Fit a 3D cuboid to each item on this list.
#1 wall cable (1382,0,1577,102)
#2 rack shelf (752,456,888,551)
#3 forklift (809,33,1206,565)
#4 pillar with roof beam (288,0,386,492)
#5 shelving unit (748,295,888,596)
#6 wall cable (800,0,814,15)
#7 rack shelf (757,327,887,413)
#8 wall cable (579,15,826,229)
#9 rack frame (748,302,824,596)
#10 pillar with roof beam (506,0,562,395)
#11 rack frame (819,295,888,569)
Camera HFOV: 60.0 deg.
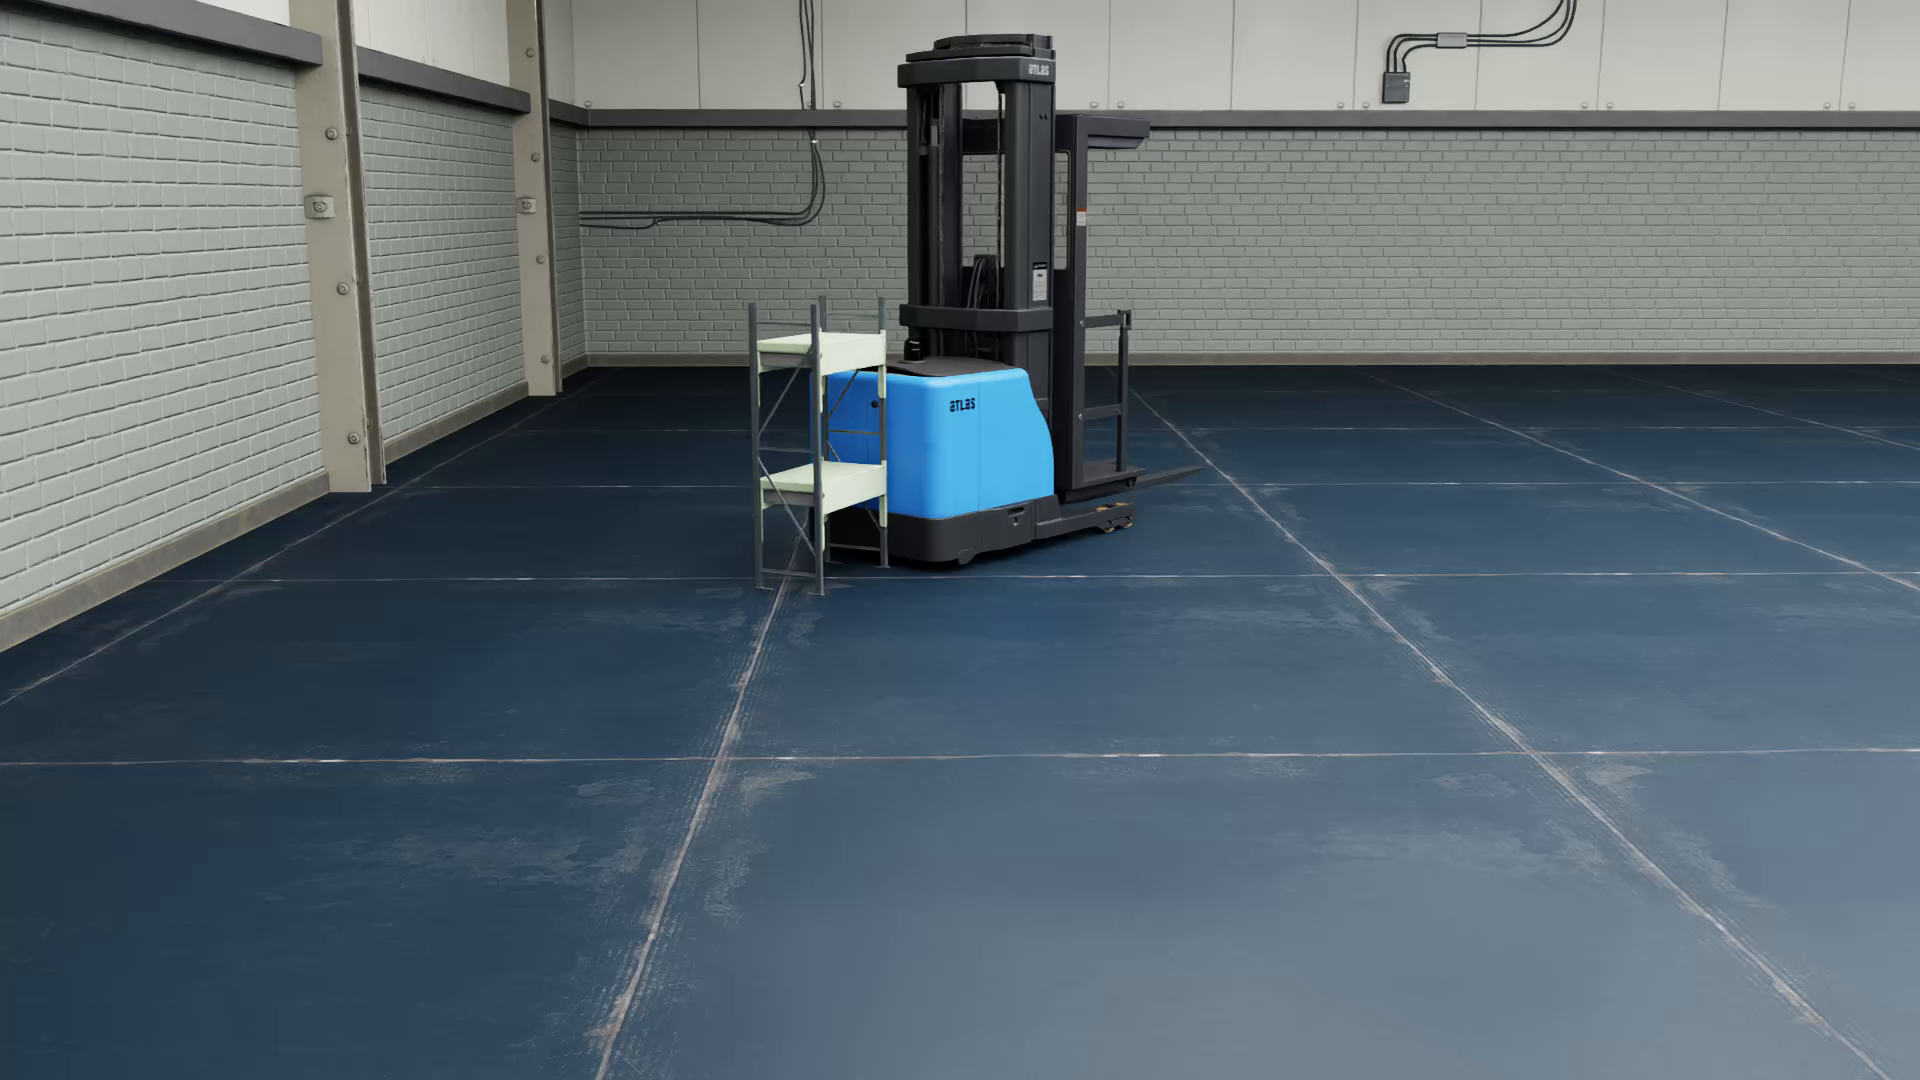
[{"bbox_3d":[6.302,-8.273,19.653,2.305,6.003,0.169,0,11,-1],"label":"wall cable"},{"bbox_3d":[-0.742,-0.208,8.950,0.431,0.370,0.720,5,13,24],"label":"rack shelf"},{"bbox_3d":[0.456,-1.534,10.247,1.130,2.935,3.031,10,15,39],"label":"forklift"},{"bbox_3d":[-0.022,-4.805,11.109,9.100,9.000,0.400,0,11,-1],"label":"pillar with roof beam"},{"bbox_3d":[-0.742,-0.527,8.885,0.431,1.500,0.755,5,13,24],"label":"shelving unit"},{"bbox_3d":[-0.485,-7.535,19.676,3.097,2.526,0.112,0,11,-1],"label":"wall cable"},{"bbox_3d":[-0.742,-0.909,8.807,0.431,0.370,0.720,5,13,24],"label":"rack shelf"},{"bbox_3d":[-3.189,-5.049,20.123,3.097,2.526,0.112,0,11,-1],"label":"wall cable"},{"bbox_3d":[-0.895,-0.461,8.559,0.400,1.500,0.023,5,13,24],"label":"rack frame"},{"bbox_3d":[-0.146,-5.997,16.988,9.100,9.000,0.400,0,11,-1],"label":"pillar with roof beam"},{"bbox_3d":[-0.589,-0.593,9.210,0.400,1.500,0.023,5,13,24],"label":"rack frame"}]
